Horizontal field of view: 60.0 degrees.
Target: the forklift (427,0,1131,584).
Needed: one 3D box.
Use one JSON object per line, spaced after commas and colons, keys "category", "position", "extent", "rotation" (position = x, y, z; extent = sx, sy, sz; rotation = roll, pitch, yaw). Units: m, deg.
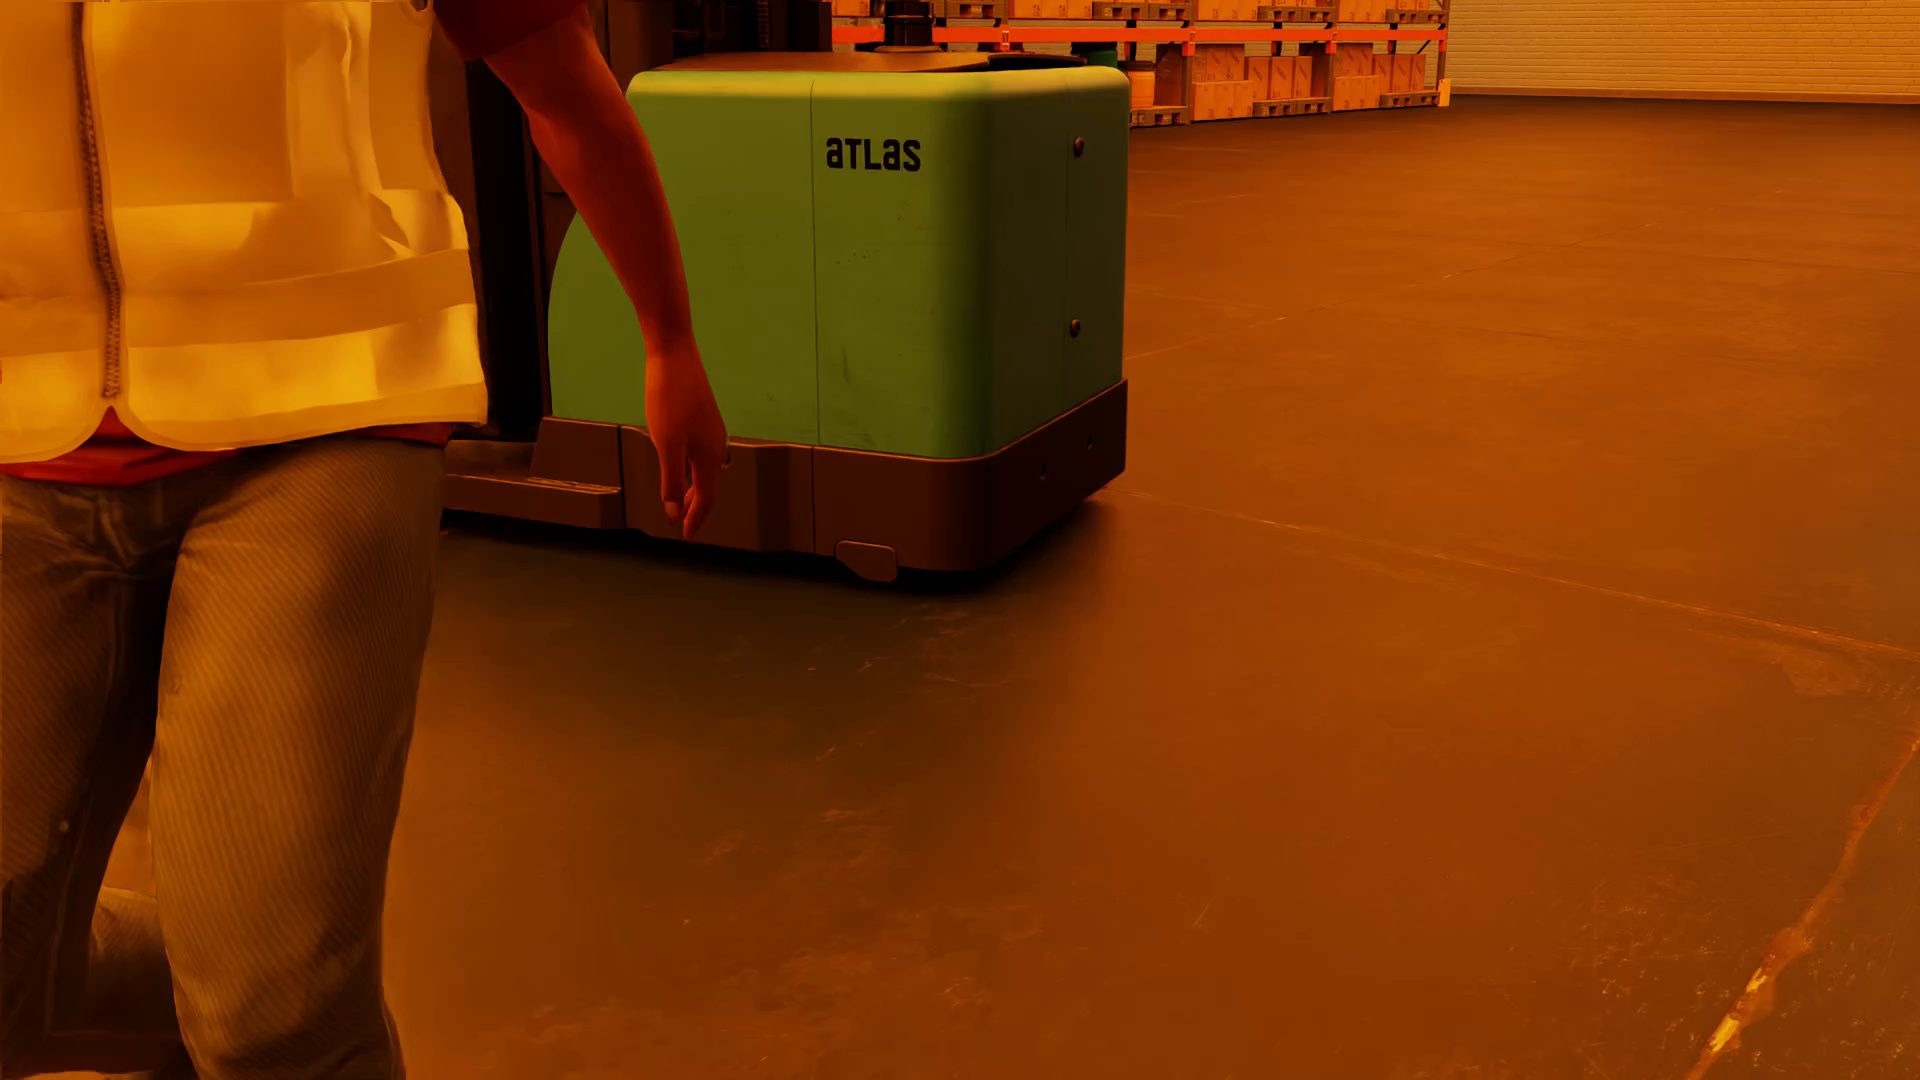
{"category": "forklift", "position": [-1.136, -1.575, 4.083], "extent": [3.031, 2.935, 1.130], "rotation": [7, 18, 23]}
